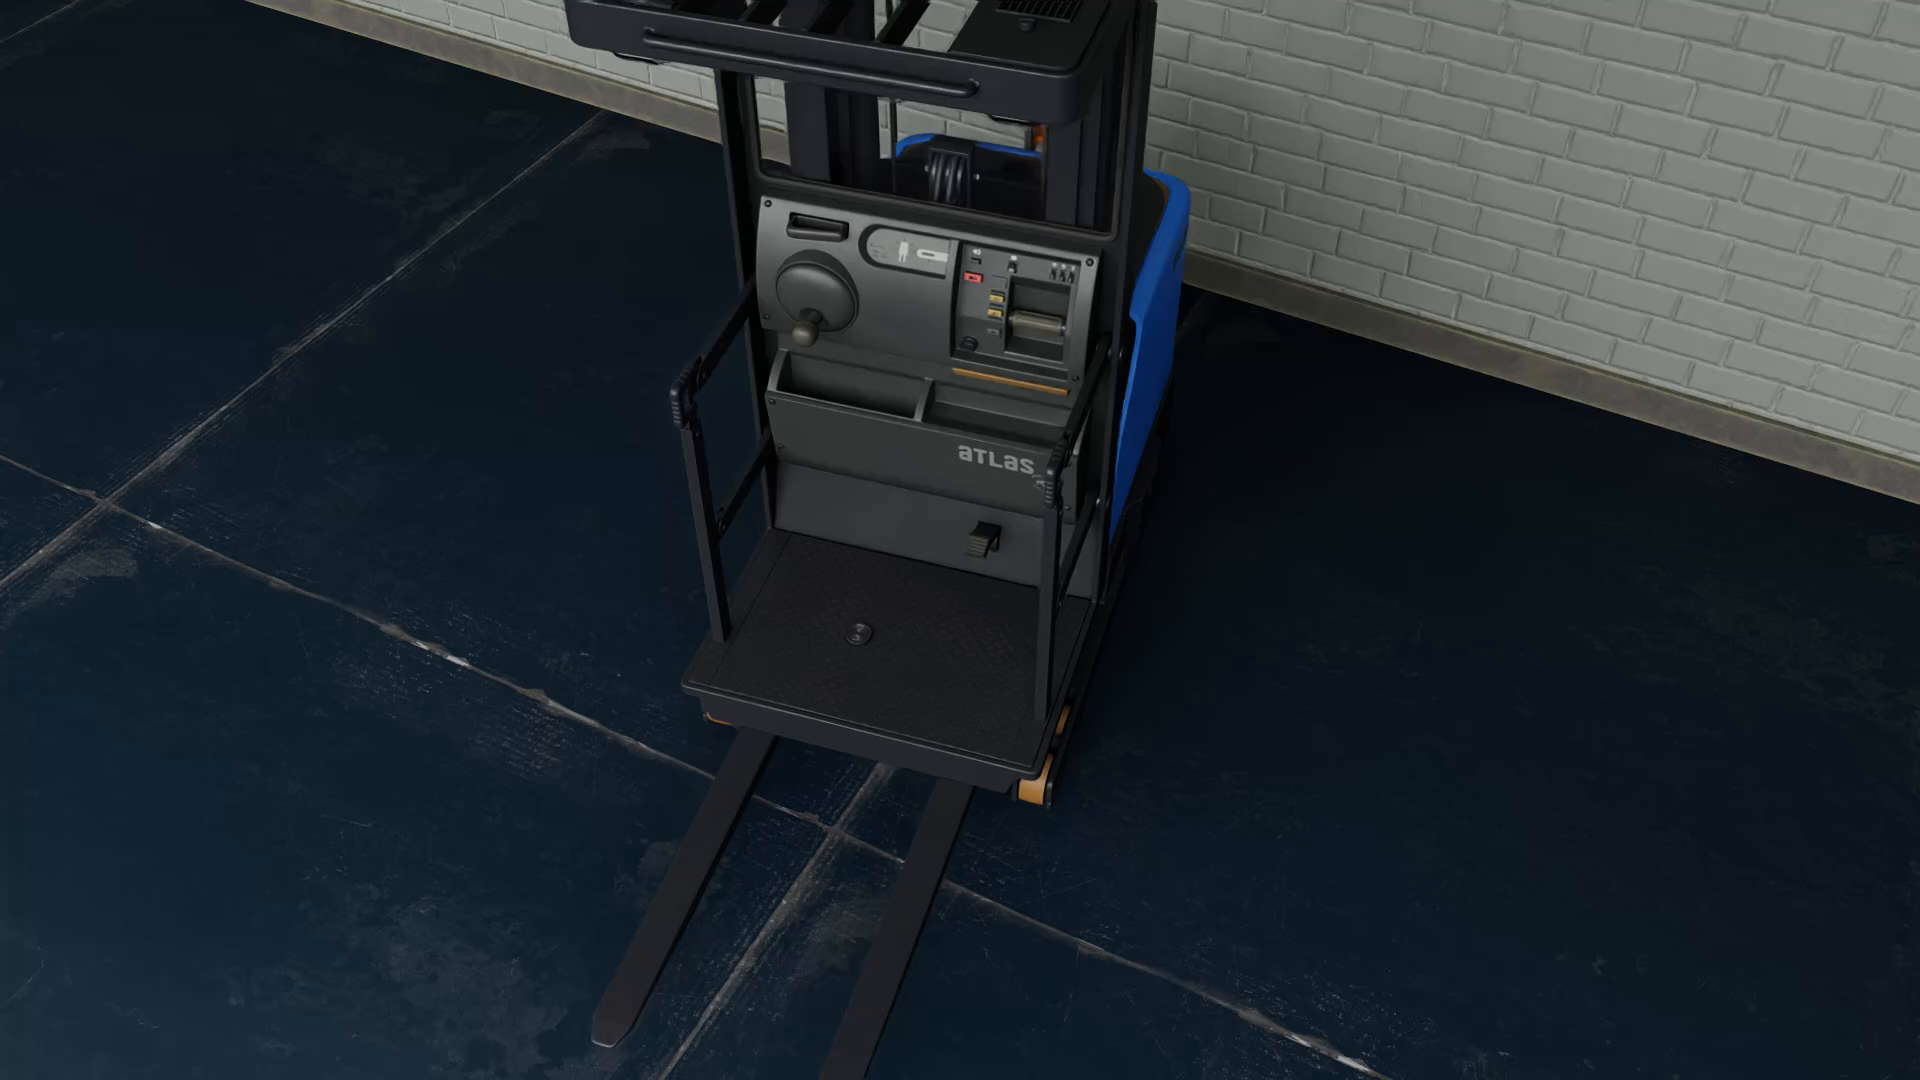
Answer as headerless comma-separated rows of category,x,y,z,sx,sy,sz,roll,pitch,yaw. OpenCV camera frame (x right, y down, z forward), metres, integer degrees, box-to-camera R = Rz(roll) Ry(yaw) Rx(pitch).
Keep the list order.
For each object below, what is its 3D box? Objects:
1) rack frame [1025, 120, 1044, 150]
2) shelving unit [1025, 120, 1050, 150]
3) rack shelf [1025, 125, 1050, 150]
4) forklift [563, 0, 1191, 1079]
rack frame,0.333,-1.007,5.902,0.240,1.200,0.015,19,48,18
shelving unit,0.439,-1.164,6.056,0.258,1.200,0.503,19,48,18
rack shelf,0.438,-1.440,5.777,0.258,0.148,0.480,19,48,18
forklift,-0.159,-0.567,4.249,1.130,2.935,3.031,13,47,12
